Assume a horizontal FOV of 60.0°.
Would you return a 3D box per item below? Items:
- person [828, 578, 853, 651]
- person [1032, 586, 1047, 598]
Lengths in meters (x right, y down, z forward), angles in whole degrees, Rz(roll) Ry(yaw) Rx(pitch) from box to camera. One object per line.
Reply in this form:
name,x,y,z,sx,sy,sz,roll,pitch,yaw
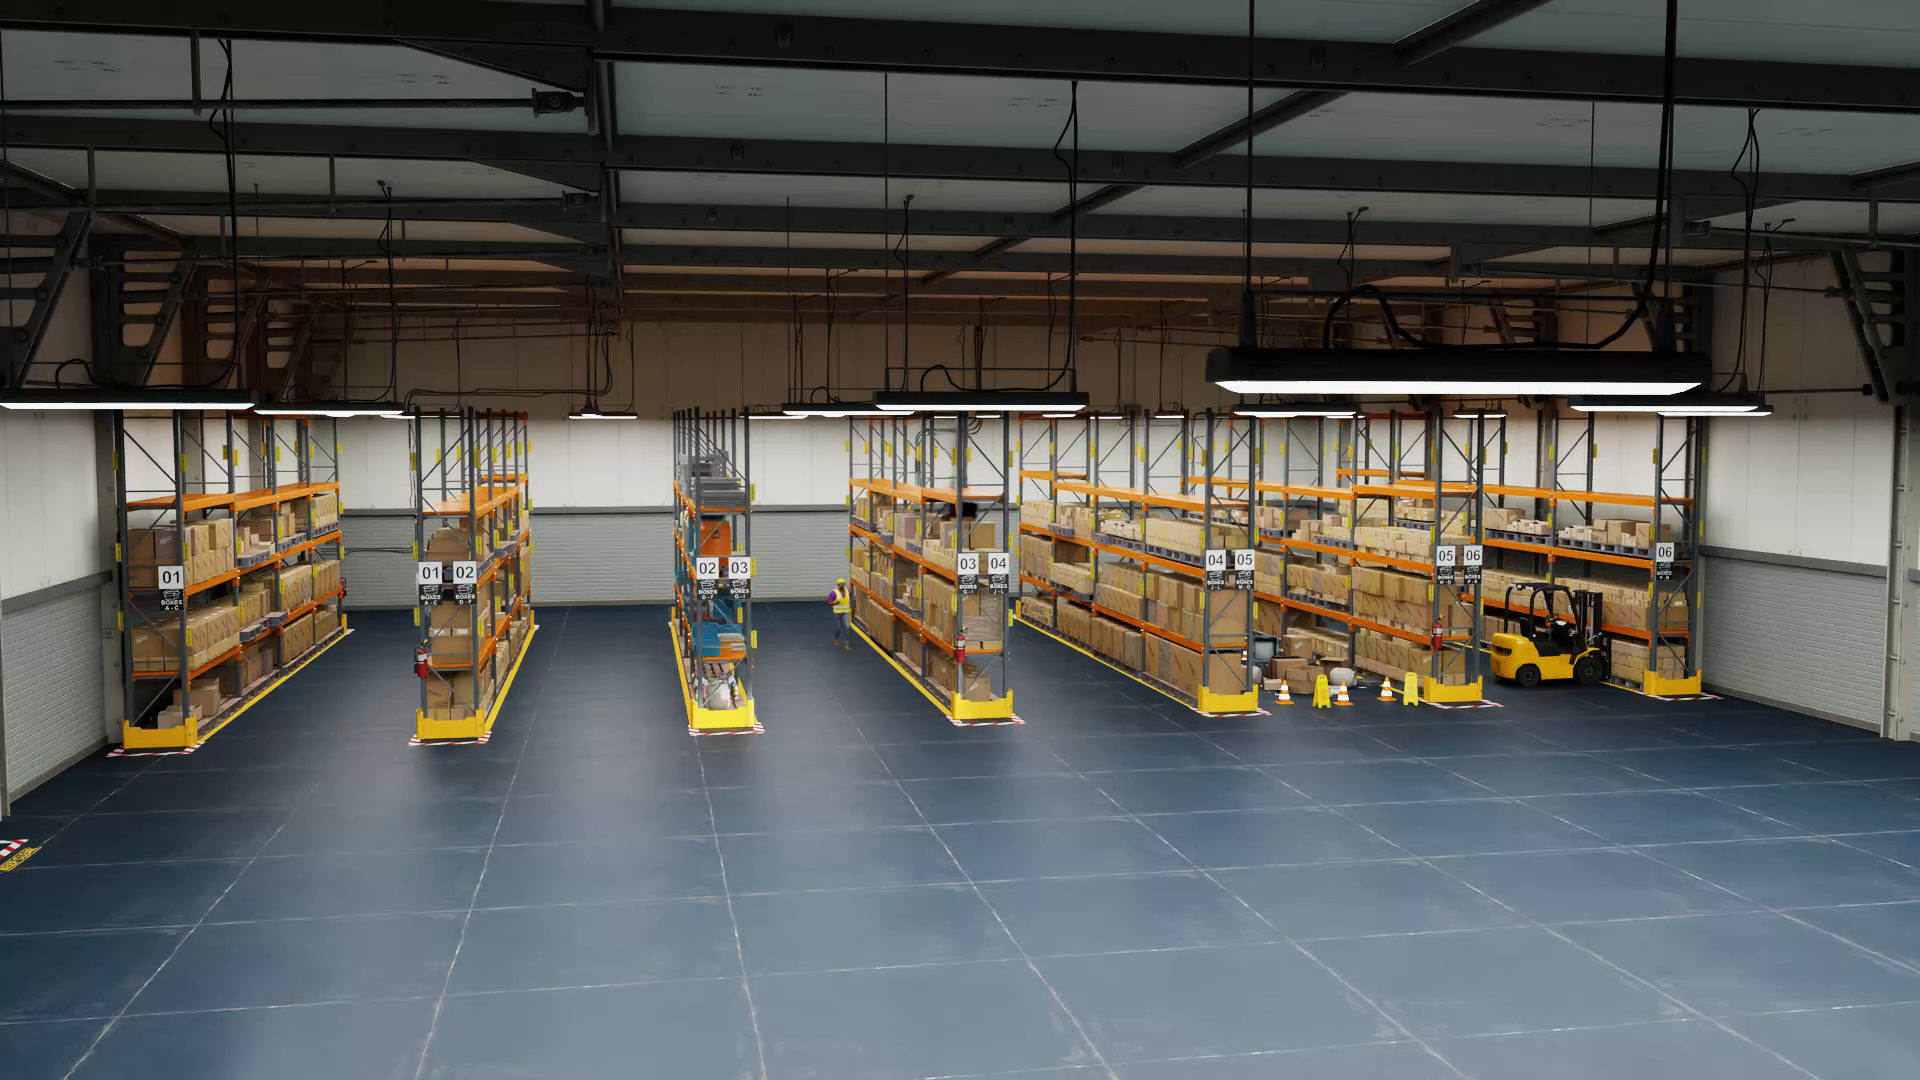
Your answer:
person,-2.978,1.850,41.726,0.689,1.788,0.912,-2,4,-20
person,2.453,1.332,49.673,0.595,1.728,0.722,0,4,5
